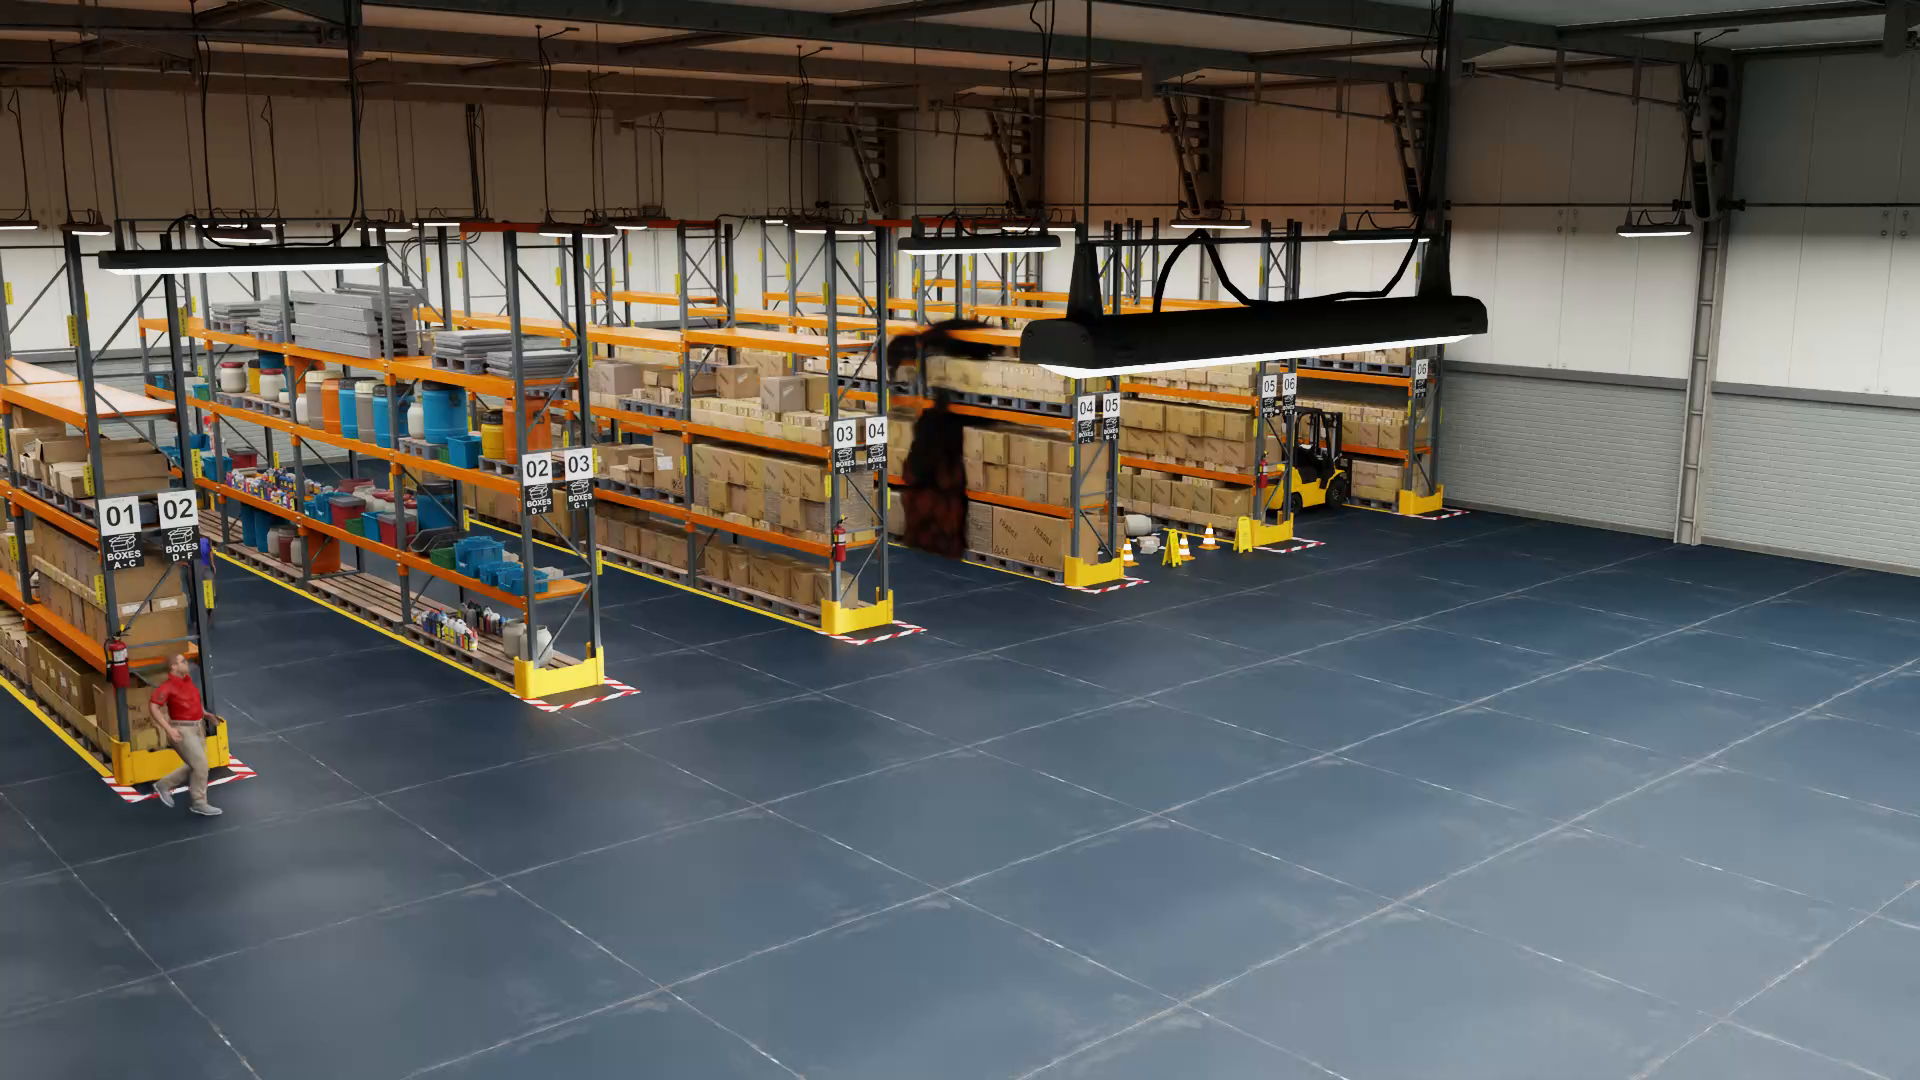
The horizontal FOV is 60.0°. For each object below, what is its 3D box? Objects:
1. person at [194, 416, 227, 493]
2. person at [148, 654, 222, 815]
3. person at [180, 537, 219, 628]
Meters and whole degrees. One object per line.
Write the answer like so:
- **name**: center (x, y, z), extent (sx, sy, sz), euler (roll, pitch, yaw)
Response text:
- **person**: center (-16.406, -1.829, 36.401), extent (0.924, 1.796, 0.638), euler (-4, 12, -19)
- **person**: center (-8.178, 2.044, 17.561), extent (0.729, 1.704, 0.709), euler (0, 11, -1)
- **person**: center (-11.426, 0.549, 25.008), extent (0.525, 1.628, 0.653), euler (-11, 16, -42)
